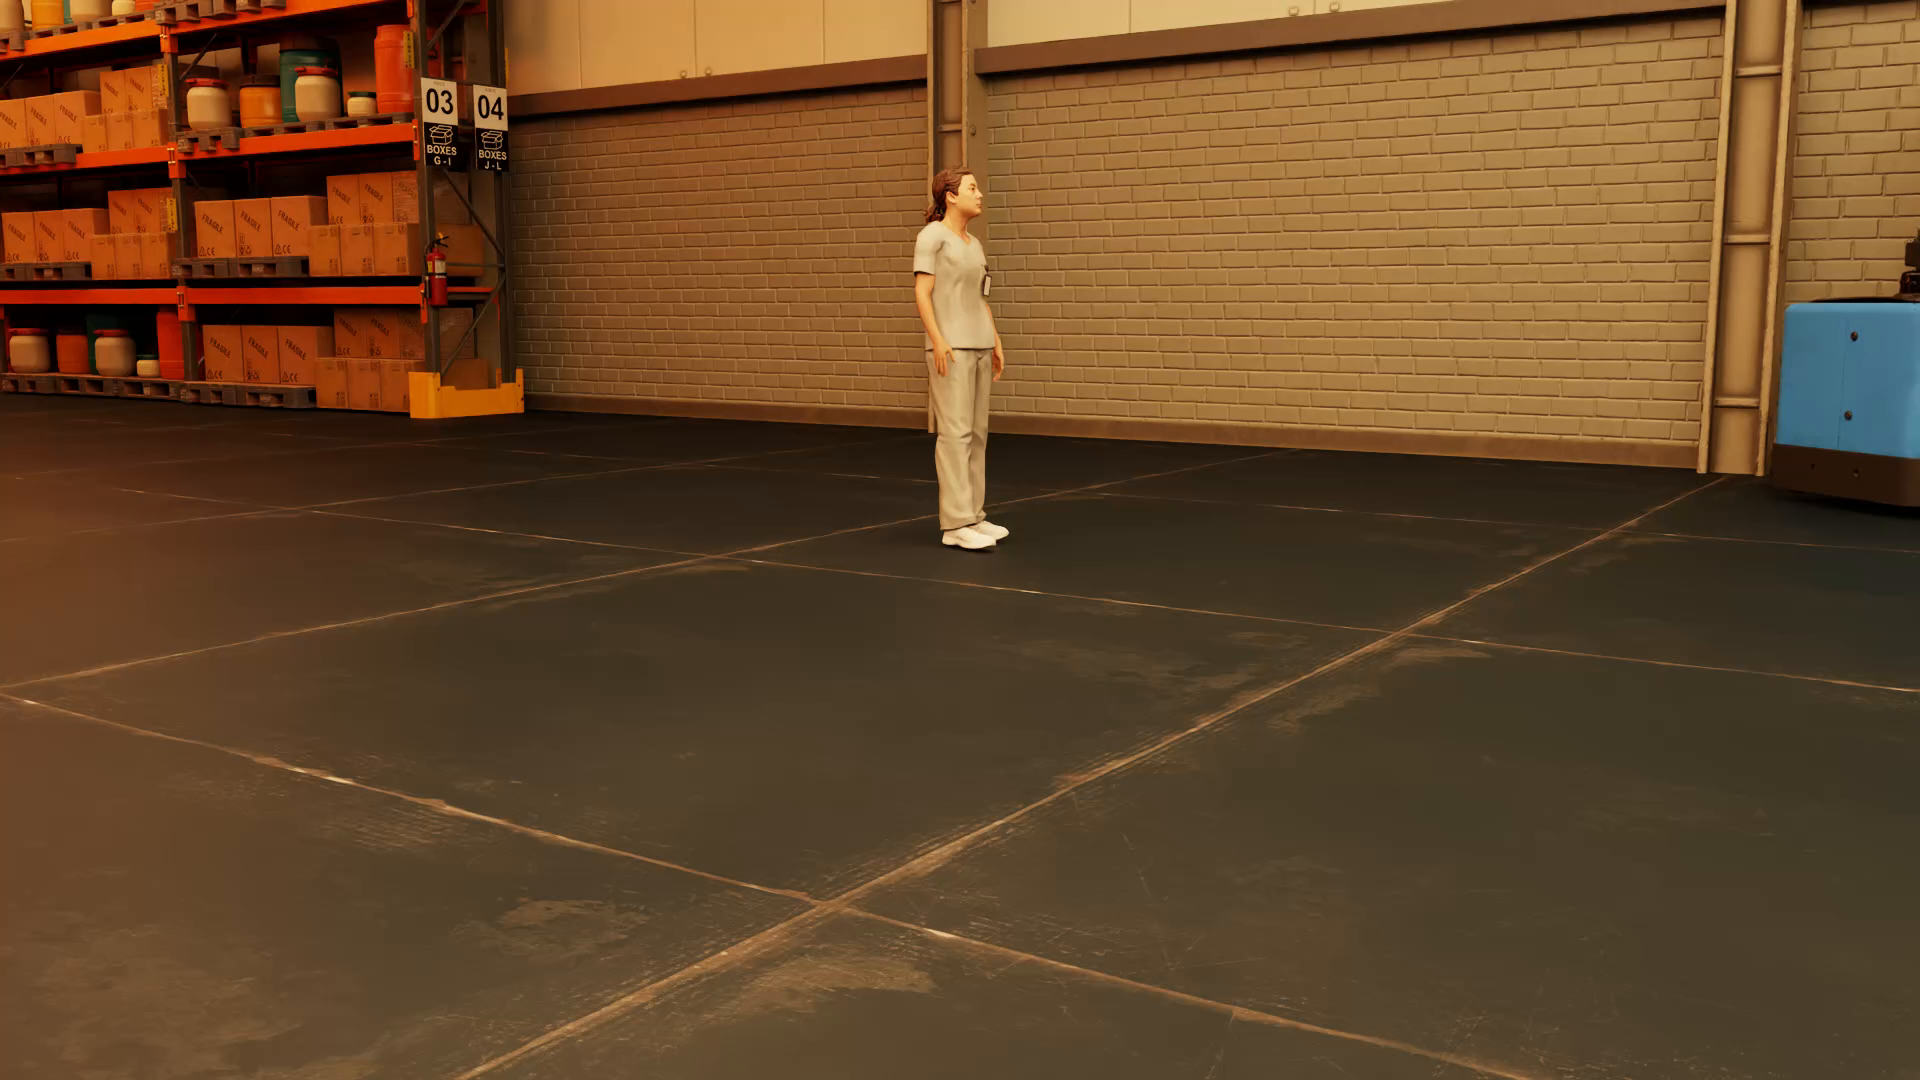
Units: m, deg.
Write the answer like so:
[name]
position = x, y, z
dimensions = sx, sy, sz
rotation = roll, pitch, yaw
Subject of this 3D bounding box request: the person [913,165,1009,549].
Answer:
[person]
position = 0.054, -0.824, 7.433
dimensions = 0.548, 1.663, 0.549
rotation = 5, 10, 34

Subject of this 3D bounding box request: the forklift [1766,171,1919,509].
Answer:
[forklift]
position = 6.005, -1.661, 8.875
dimensions = 3.031, 2.935, 1.130
rotation = -2, 8, -15
